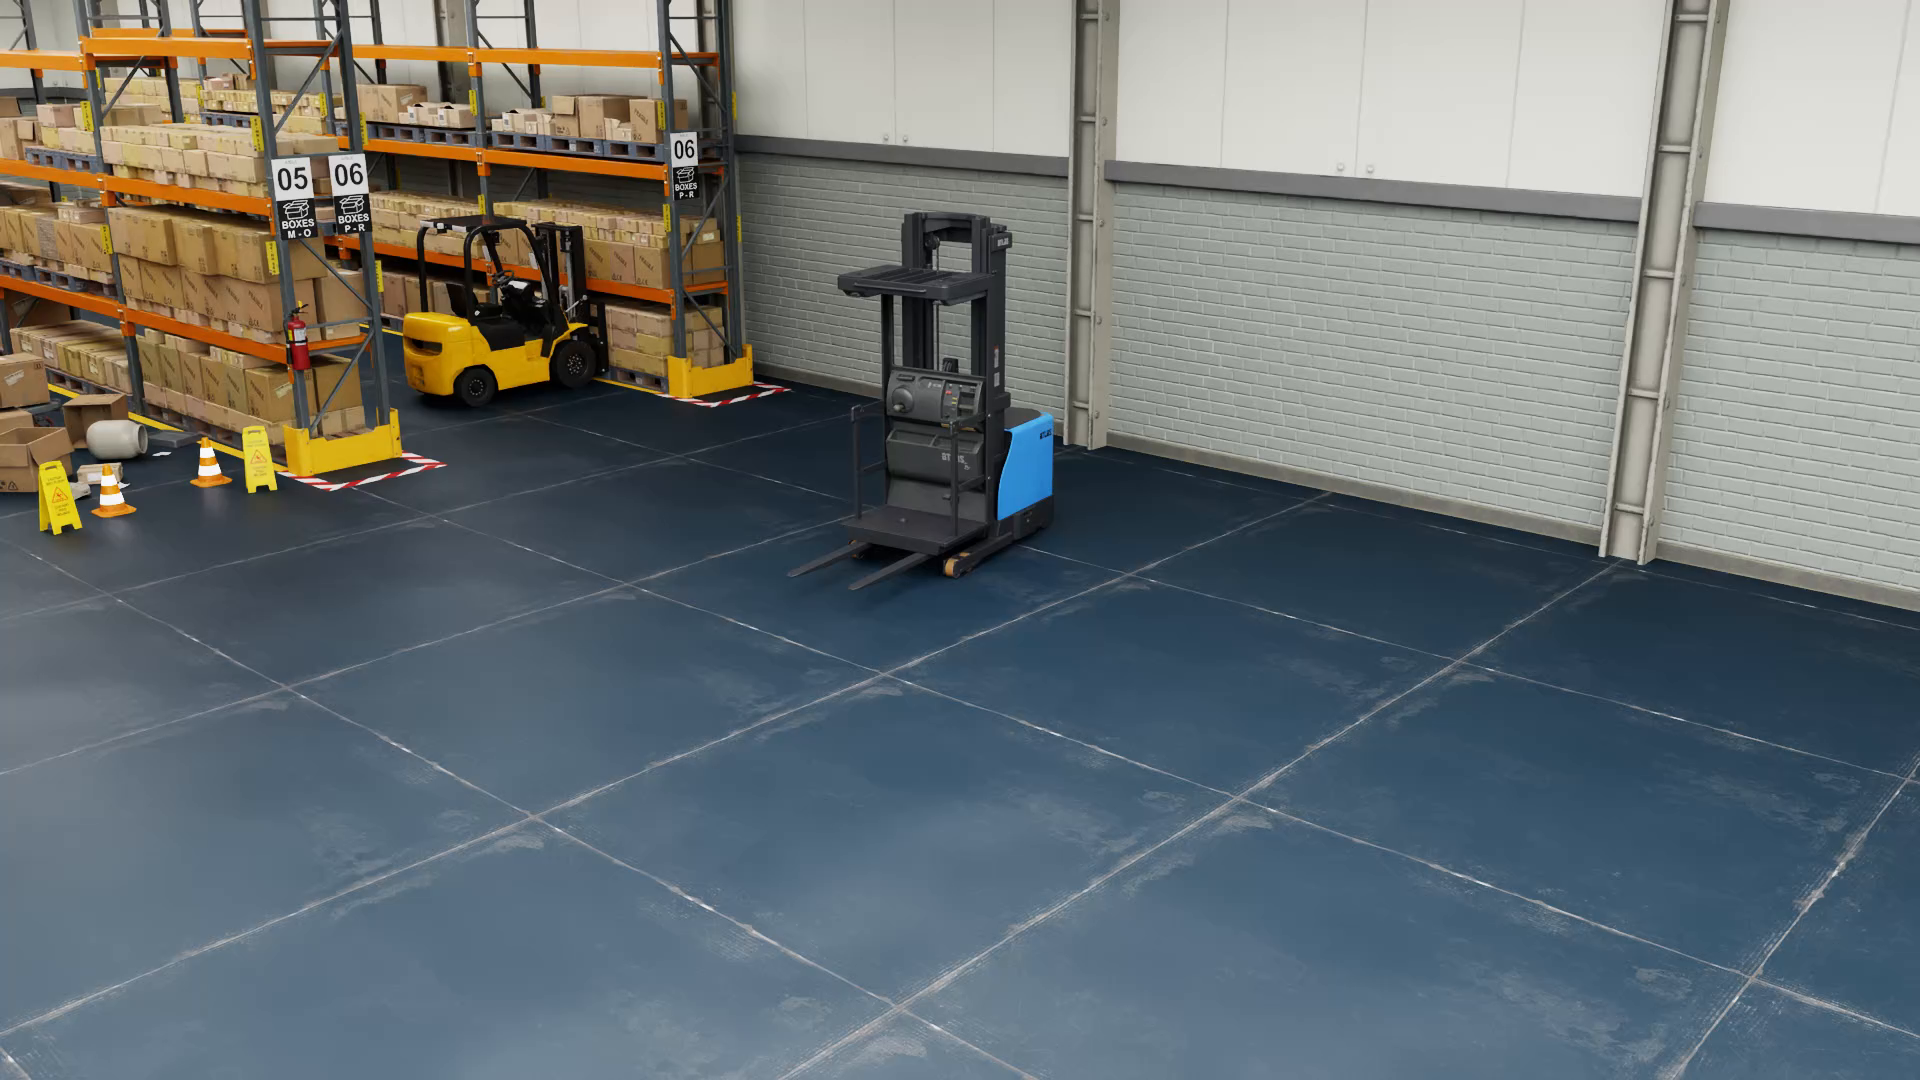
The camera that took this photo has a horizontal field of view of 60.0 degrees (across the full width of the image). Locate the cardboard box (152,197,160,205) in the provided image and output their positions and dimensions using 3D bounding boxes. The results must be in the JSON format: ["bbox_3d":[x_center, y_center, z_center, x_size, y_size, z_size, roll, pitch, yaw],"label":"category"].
[{"bbox_3d":[-14.145,-6.046,29.619,0.250,0.149,0.380,14,22,38],"label":"cardboard box"}]

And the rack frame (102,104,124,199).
[{"bbox_3d":[-15.139,-6.564,30.835,0.127,3.000,1.000,15,23,39],"label":"rack frame"}]

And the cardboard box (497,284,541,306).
[{"bbox_3d":[-6.011,-3.352,22.914,0.500,0.250,0.500,15,23,38],"label":"cardboard box"}]

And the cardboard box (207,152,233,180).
[{"bbox_3d":[-7.392,-3.874,17.156,0.500,0.250,0.500,15,23,39],"label":"cardboard box"}]

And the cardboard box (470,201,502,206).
[{"bbox_3d":[-6.842,-4.793,24.018,0.250,0.149,0.380,15,23,39],"label":"cardboard box"}]

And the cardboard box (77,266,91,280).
[{"bbox_3d":[-10.426,-3.252,20.122,0.250,0.149,0.380,15,23,38],"label":"cardboard box"}]

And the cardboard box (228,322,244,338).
[{"bbox_3d":[-7.539,-2.261,17.693,0.250,0.149,0.380,16,23,40],"label":"cardboard box"}]

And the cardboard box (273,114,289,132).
[{"bbox_3d":[-10.452,-6.565,26.128,0.500,0.250,0.500,15,23,39],"label":"cardboard box"}]

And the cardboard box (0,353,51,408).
[{"bbox_3d":[-10.615,-1.791,18.678,0.500,0.500,0.500,15,23,39],"label":"cardboard box"}]

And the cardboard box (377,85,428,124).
[{"bbox_3d":[-8.015,-6.278,23.950,0.500,0.500,0.500,16,23,41],"label":"cardboard box"}]

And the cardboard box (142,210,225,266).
[{"bbox_3d":[-8.546,-3.345,18.382,0.500,0.500,0.700,14,23,38],"label":"cardboard box"}]

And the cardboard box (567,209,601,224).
[{"bbox_3d":[-4.908,-4.235,21.768,0.250,0.149,0.380,15,23,39],"label":"cardboard box"}]

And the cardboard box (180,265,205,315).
[{"bbox_3d":[-8.163,-2.772,18.231,0.500,0.500,0.500,15,23,40],"label":"cardboard box"}]

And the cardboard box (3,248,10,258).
[{"bbox_3d":[-12.328,-3.807,21.869,0.250,0.149,0.380,13,22,36],"label":"cardboard box"}]

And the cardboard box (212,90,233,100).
[{"bbox_3d":[-11.969,-7.264,27.145,0.250,0.149,0.380,16,23,40],"label":"cardboard box"}]

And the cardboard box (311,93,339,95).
[{"bbox_3d":[-10.017,-6.987,26.306,0.250,0.149,0.380,15,23,39],"label":"cardboard box"}]

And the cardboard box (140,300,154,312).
[{"bbox_3d":[-9.210,-2.736,19.189,0.250,0.149,0.380,16,24,41],"label":"cardboard box"}]

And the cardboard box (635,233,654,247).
[{"bbox_3d":[-3.828,-3.759,20.759,0.250,0.149,0.380,16,23,40],"label":"cardboard box"}]

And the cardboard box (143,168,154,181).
[{"bbox_3d":[-8.807,-4.073,18.444,0.250,0.149,0.380,16,24,41],"label":"cardboard box"}]

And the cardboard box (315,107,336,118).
[{"bbox_3d":[-9.581,-6.522,25.335,0.250,0.149,0.380,16,23,40],"label":"cardboard box"}]

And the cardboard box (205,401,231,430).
[{"bbox_3d":[-8.025,-1.428,18.504,0.500,0.250,0.500,14,22,37],"label":"cardboard box"}]

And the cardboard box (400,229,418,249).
[{"bbox_3d":[-7.837,-4.433,24.369,0.500,0.250,0.500,16,24,41],"label":"cardboard box"}]

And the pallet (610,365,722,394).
[{"bbox_3d":[-3.772,-2.166,21.588,1.213,0.211,1.003,15,23,39],"label":"pallet"}]

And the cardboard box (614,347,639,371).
[{"bbox_3d":[-4.099,-2.366,21.458,0.500,0.250,0.500,15,23,39],"label":"cardboard box"}]

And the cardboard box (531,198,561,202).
[{"bbox_3d":[-5.725,-4.657,23.098,0.250,0.149,0.380,15,23,39],"label":"cardboard box"}]

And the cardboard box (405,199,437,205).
[{"bbox_3d":[-7.882,-4.897,24.344,0.250,0.149,0.380,15,23,39],"label":"cardboard box"}]

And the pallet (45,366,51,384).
[{"bbox_3d":[-11.864,-2.347,22.159,1.213,0.211,1.003,15,23,39],"label":"pallet"}]

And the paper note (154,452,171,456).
[{"bbox_3d":[-8.646,-0.939,18.020,0.148,0.019,0.142,7,19,21],"label":"paper note"}]

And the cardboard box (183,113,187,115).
[{"bbox_3d":[-12.989,-7.182,28.239,0.250,0.149,0.380,16,24,41],"label":"cardboard box"}]

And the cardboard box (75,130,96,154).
[{"bbox_3d":[-9.989,-4.673,19.474,0.500,0.250,0.500,14,23,38],"label":"cardboard box"}]

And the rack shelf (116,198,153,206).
[{"bbox_3d":[-13.644,-5.819,29.679,4.000,0.370,1.077,15,23,39],"label":"rack shelf"}]

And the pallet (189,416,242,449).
[{"bbox_3d":[-8.014,-1.330,18.952,1.213,0.211,1.003,15,23,39],"label":"pallet"}]

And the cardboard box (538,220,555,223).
[{"bbox_3d":[-5.362,-4.171,22.057,0.250,0.149,0.380,15,23,39],"label":"cardboard box"}]

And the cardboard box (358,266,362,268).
[{"bbox_3d":[-9.285,-4.114,26.555,0.500,0.500,0.500,16,24,41],"label":"cardboard box"}]

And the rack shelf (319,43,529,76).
[{"bbox_3d":[-7.660,-6.882,23.770,4.000,0.370,1.077,15,23,39],"label":"rack shelf"}]

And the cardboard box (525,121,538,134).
[{"bbox_3d":[-5.455,-5.399,21.762,0.250,0.149,0.380,16,24,41],"label":"cardboard box"}]

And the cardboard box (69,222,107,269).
[{"bbox_3d":[-10.326,-3.560,20.020,0.500,0.500,0.500,15,23,40],"label":"cardboard box"}]

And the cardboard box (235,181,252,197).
[{"bbox_3d":[-7.125,-3.588,16.916,0.250,0.149,0.380,15,23,40],"label":"cardboard box"}]

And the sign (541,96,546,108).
[{"bbox_3d":[-5.797,-5.994,23.096,0.005,0.325,0.100,15,23,39],"label":"sign"}]

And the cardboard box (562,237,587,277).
[{"bbox_3d":[-4.863,-3.746,21.790,0.500,0.500,0.500,15,23,40],"label":"cardboard box"}]

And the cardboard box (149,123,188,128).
[{"bbox_3d":[-9.074,-4.706,19.121,0.250,0.149,0.380,16,23,40],"label":"cardboard box"}]

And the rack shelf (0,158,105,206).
[{"bbox_3d":[-10.952,-4.519,20.622,4.000,0.370,1.077,15,23,39],"label":"rack shelf"}]

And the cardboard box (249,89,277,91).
[{"bbox_3d":[-11.446,-7.332,27.360,0.250,0.149,0.380,14,23,38],"label":"cardboard box"}]

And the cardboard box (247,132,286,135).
[{"bbox_3d":[-7.327,-4.241,17.656,0.250,0.149,0.380,15,23,39],"label":"cardboard box"}]

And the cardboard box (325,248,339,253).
[{"bbox_3d":[-10.342,-4.698,27.322,0.250,0.149,0.380,15,23,40],"label":"cardboard box"}]

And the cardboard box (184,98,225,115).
[{"bbox_3d":[-12.675,-7.301,27.955,0.500,0.250,0.500,15,23,39],"label":"cardboard box"}]

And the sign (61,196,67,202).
[{"bbox_3d":[-12.095,-4.472,22.462,0.005,0.325,0.100,15,23,39],"label":"sign"}]

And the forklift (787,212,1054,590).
[{"bbox_3d":[-0.330,-1.235,14.158,1.130,2.935,3.031,11,20,30],"label":"forklift"}]

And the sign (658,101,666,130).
[{"bbox_3d":[-3.543,-5.045,19.759,0.005,0.325,0.100,15,23,39],"label":"sign"}]

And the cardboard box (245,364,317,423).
[{"bbox_3d":[-7.237,-1.576,17.731,0.500,0.500,0.500,15,23,40],"label":"cardboard box"}]

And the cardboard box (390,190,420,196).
[{"bbox_3d":[-8.508,-5.267,25.513,0.250,0.149,0.380,16,23,41],"label":"cardboard box"}]

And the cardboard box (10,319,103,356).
[{"bbox_3d":[-12.032,-2.666,22.202,0.625,0.372,0.950,13,22,36],"label":"cardboard box"}]

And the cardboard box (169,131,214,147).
[{"bbox_3d":[-8.219,-4.290,17.809,0.250,0.149,0.380,16,23,40],"label":"cardboard box"}]

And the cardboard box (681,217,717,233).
[{"bbox_3d":[-3.282,-3.966,20.919,0.250,0.149,0.380,14,23,38],"label":"cardboard box"}]

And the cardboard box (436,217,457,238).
[{"bbox_3d":[-7.091,-4.464,23.639,0.500,0.250,0.500,14,23,38],"label":"cardboard box"}]
